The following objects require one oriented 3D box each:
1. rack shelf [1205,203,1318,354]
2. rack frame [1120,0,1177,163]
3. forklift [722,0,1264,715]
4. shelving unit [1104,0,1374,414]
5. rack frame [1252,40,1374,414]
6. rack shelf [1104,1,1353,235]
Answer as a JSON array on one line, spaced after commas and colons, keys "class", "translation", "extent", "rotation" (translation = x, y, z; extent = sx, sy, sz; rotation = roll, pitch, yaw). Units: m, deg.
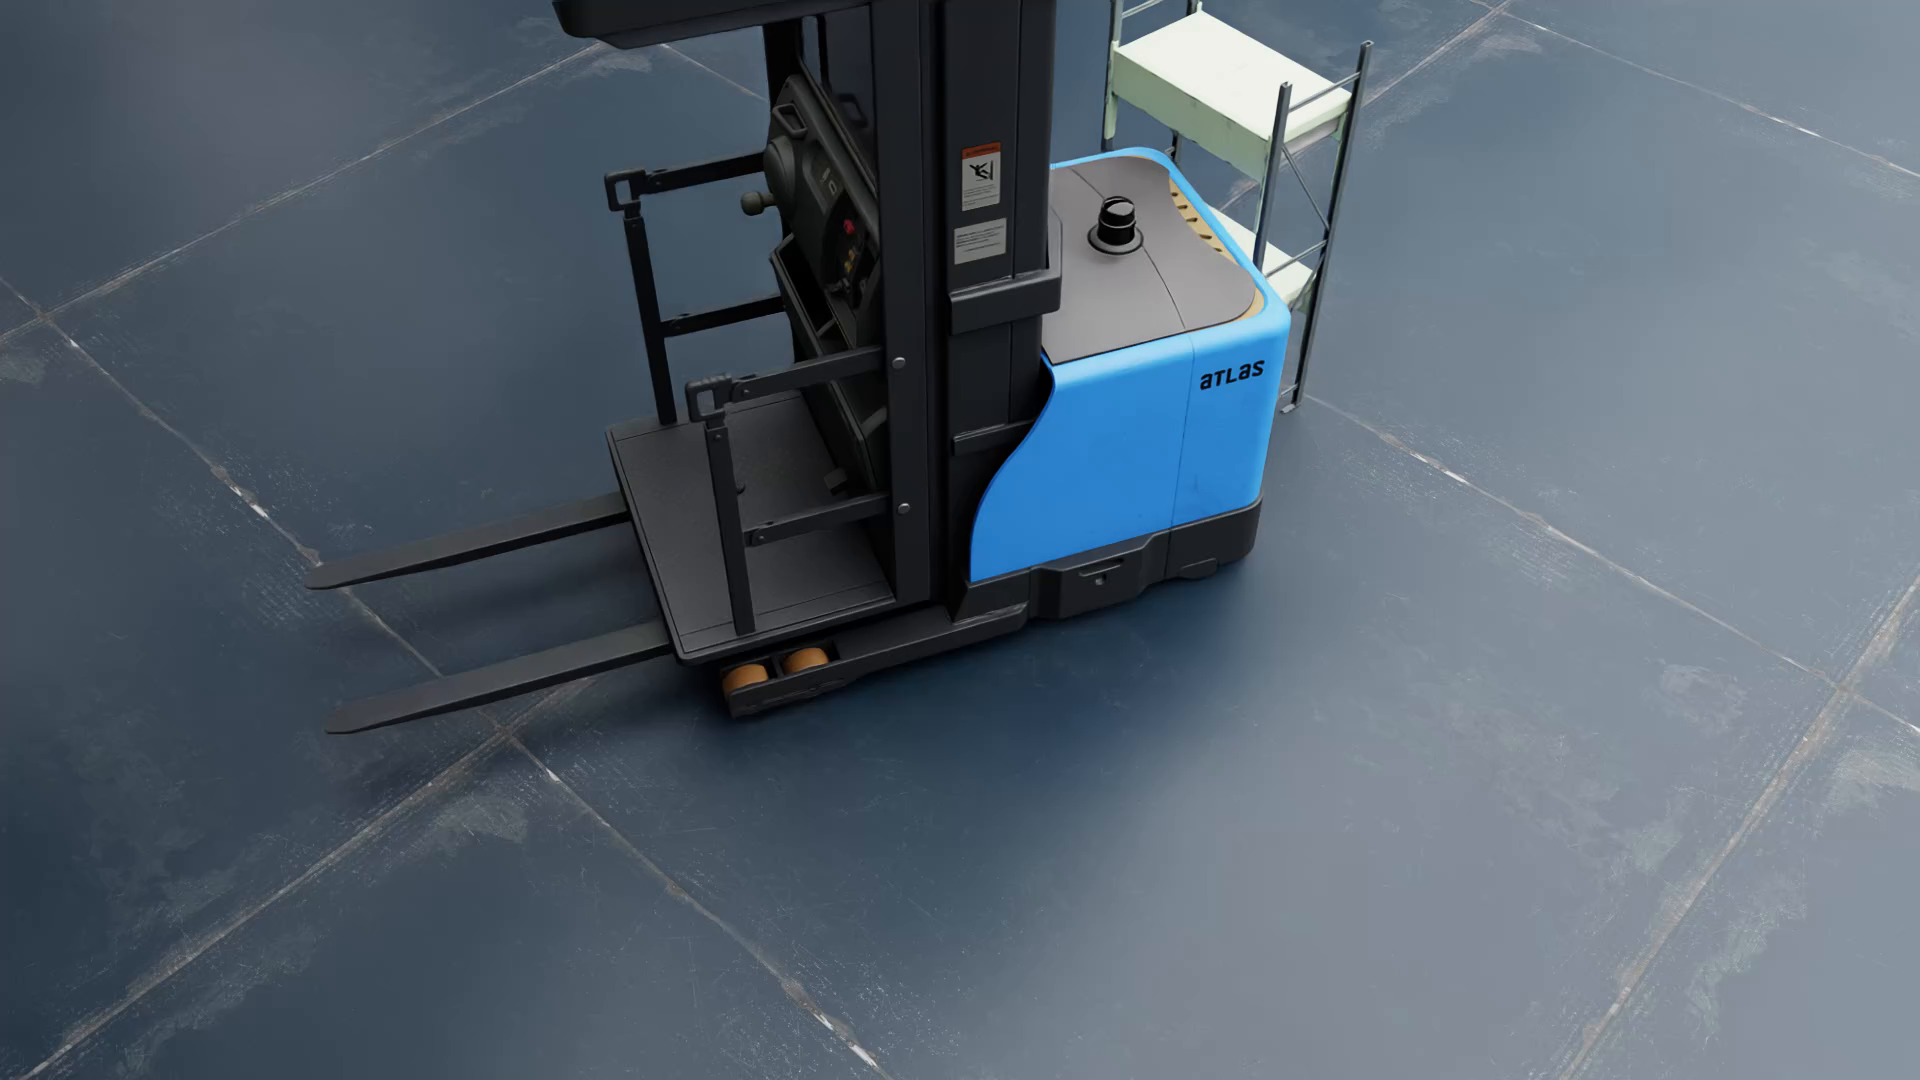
[{"class": "rack shelf", "translation": [0.884, -0.918, 6.030], "extent": [0.431, 0.370, 0.720], "rotation": [-31, 54, -26]}, {"class": "rack frame", "translation": [0.652, -1.348, 5.986], "extent": [0.380, 1.308, 0.010], "rotation": [-31, 54, -26]}, {"class": "forklift", "translation": [2.673, -8.740, 11.990], "extent": [14.418, 2.867, 19.117], "rotation": [-15, 49, -14]}, {"class": "shelving unit", "translation": [0.886, -1.139, 5.791], "extent": [0.431, 1.500, 0.748], "rotation": [-31, 54, -26]}, {"class": "rack frame", "translation": [1.117, -0.935, 5.600], "extent": [0.400, 1.500, 0.023], "rotation": [-31, 54, -26]}, {"class": "rack shelf", "translation": [0.884, -1.408, 5.508], "extent": [0.431, 0.370, 0.720], "rotation": [-31, 54, -26]}]
